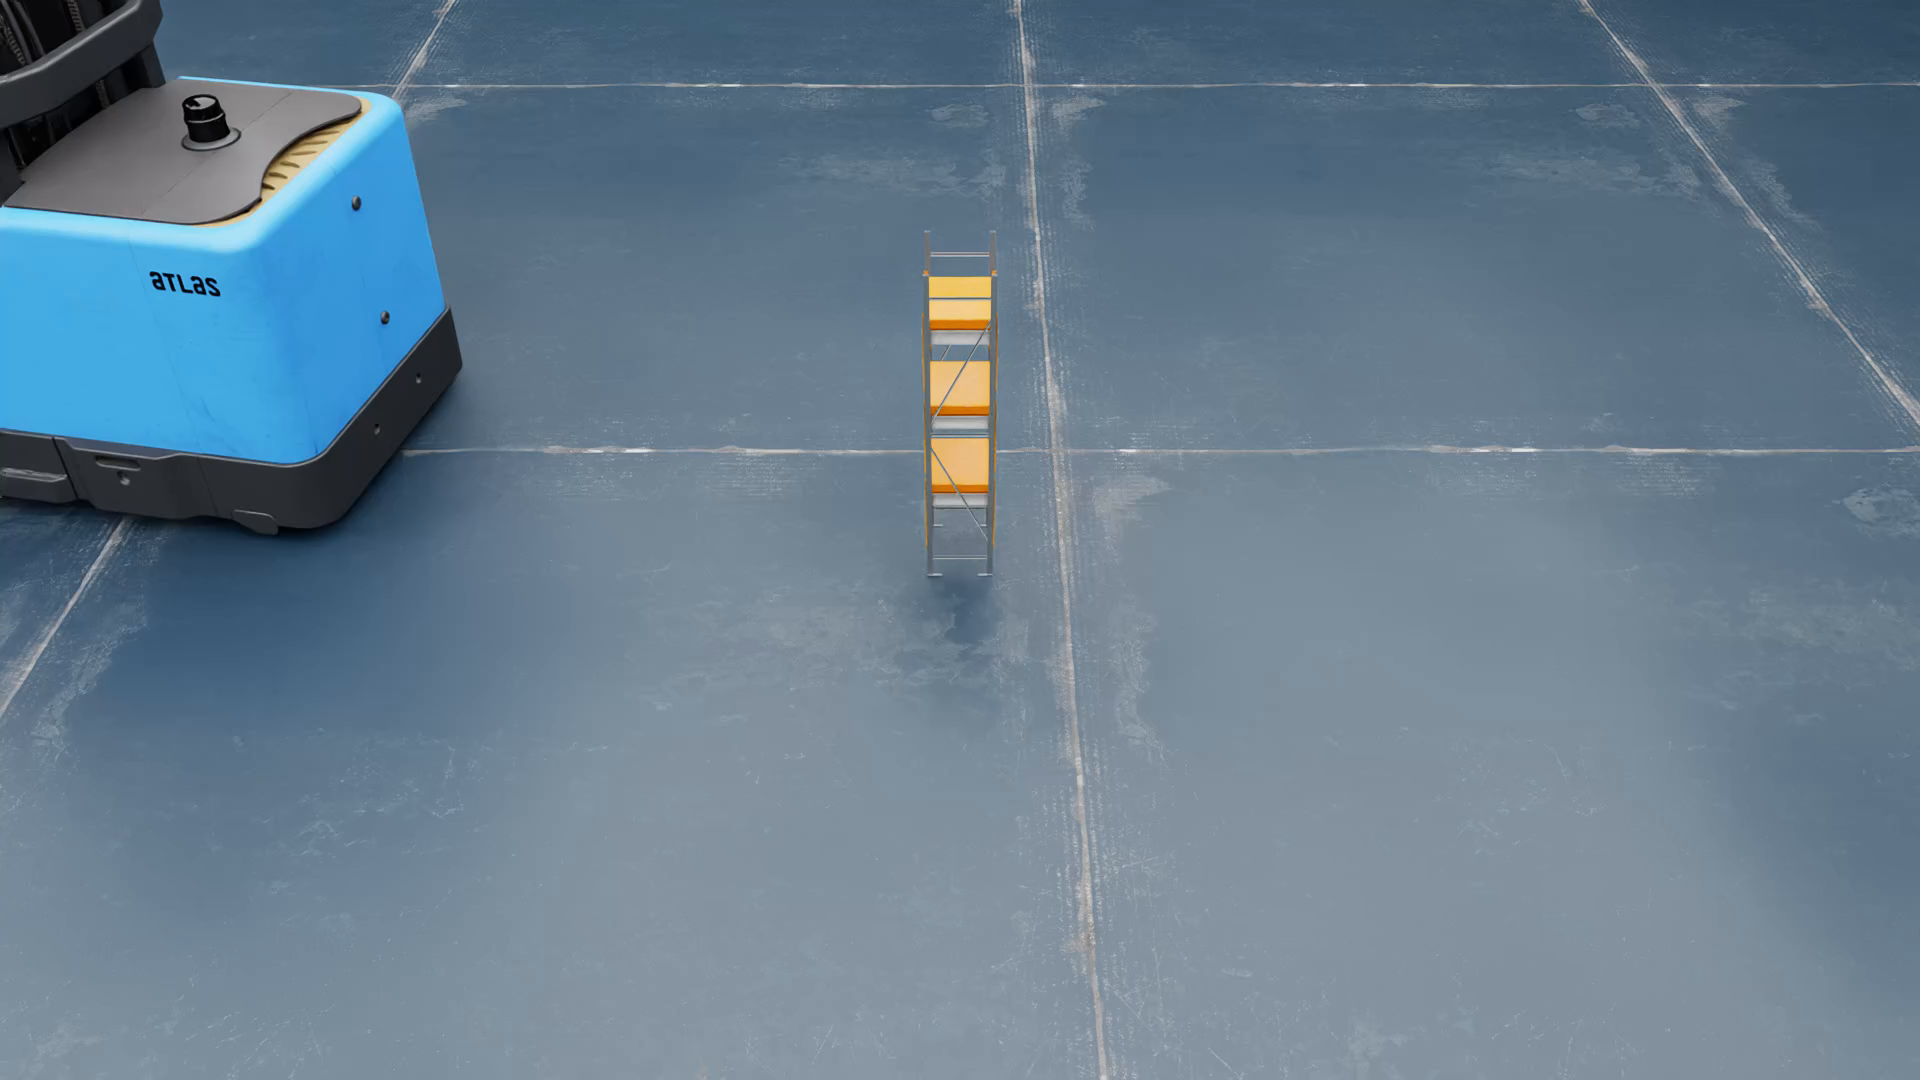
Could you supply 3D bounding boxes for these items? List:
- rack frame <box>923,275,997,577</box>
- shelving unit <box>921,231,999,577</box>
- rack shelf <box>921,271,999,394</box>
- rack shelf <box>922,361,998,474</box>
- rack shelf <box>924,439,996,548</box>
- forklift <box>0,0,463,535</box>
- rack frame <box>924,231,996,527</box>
[{"bbox_3d":[0.000,-0.300,4.785,0.200,1.050,0.008,0,39,0],"label":"rack frame"},{"bbox_3d":[0.000,-0.376,4.880,0.215,1.050,0.252,0,39,0],"label":"shelving unit"},{"bbox_3d":[0.000,-0.589,4.709,0.215,0.259,0.240,0,39,0],"label":"rack shelf"},{"bbox_3d":[0.000,-0.368,4.887,0.215,0.259,0.240,0,39,0],"label":"rack shelf"},{"bbox_3d":[0.000,-0.151,5.060,0.215,0.259,0.240,0,39,0],"label":"rack shelf"},{"bbox_3d":[-3.336,-1.619,4.927,3.031,2.935,1.130,7,39,9],"label":"forklift"},{"bbox_3d":[0.000,-0.453,4.975,0.200,1.050,0.008,0,39,0],"label":"rack frame"}]
